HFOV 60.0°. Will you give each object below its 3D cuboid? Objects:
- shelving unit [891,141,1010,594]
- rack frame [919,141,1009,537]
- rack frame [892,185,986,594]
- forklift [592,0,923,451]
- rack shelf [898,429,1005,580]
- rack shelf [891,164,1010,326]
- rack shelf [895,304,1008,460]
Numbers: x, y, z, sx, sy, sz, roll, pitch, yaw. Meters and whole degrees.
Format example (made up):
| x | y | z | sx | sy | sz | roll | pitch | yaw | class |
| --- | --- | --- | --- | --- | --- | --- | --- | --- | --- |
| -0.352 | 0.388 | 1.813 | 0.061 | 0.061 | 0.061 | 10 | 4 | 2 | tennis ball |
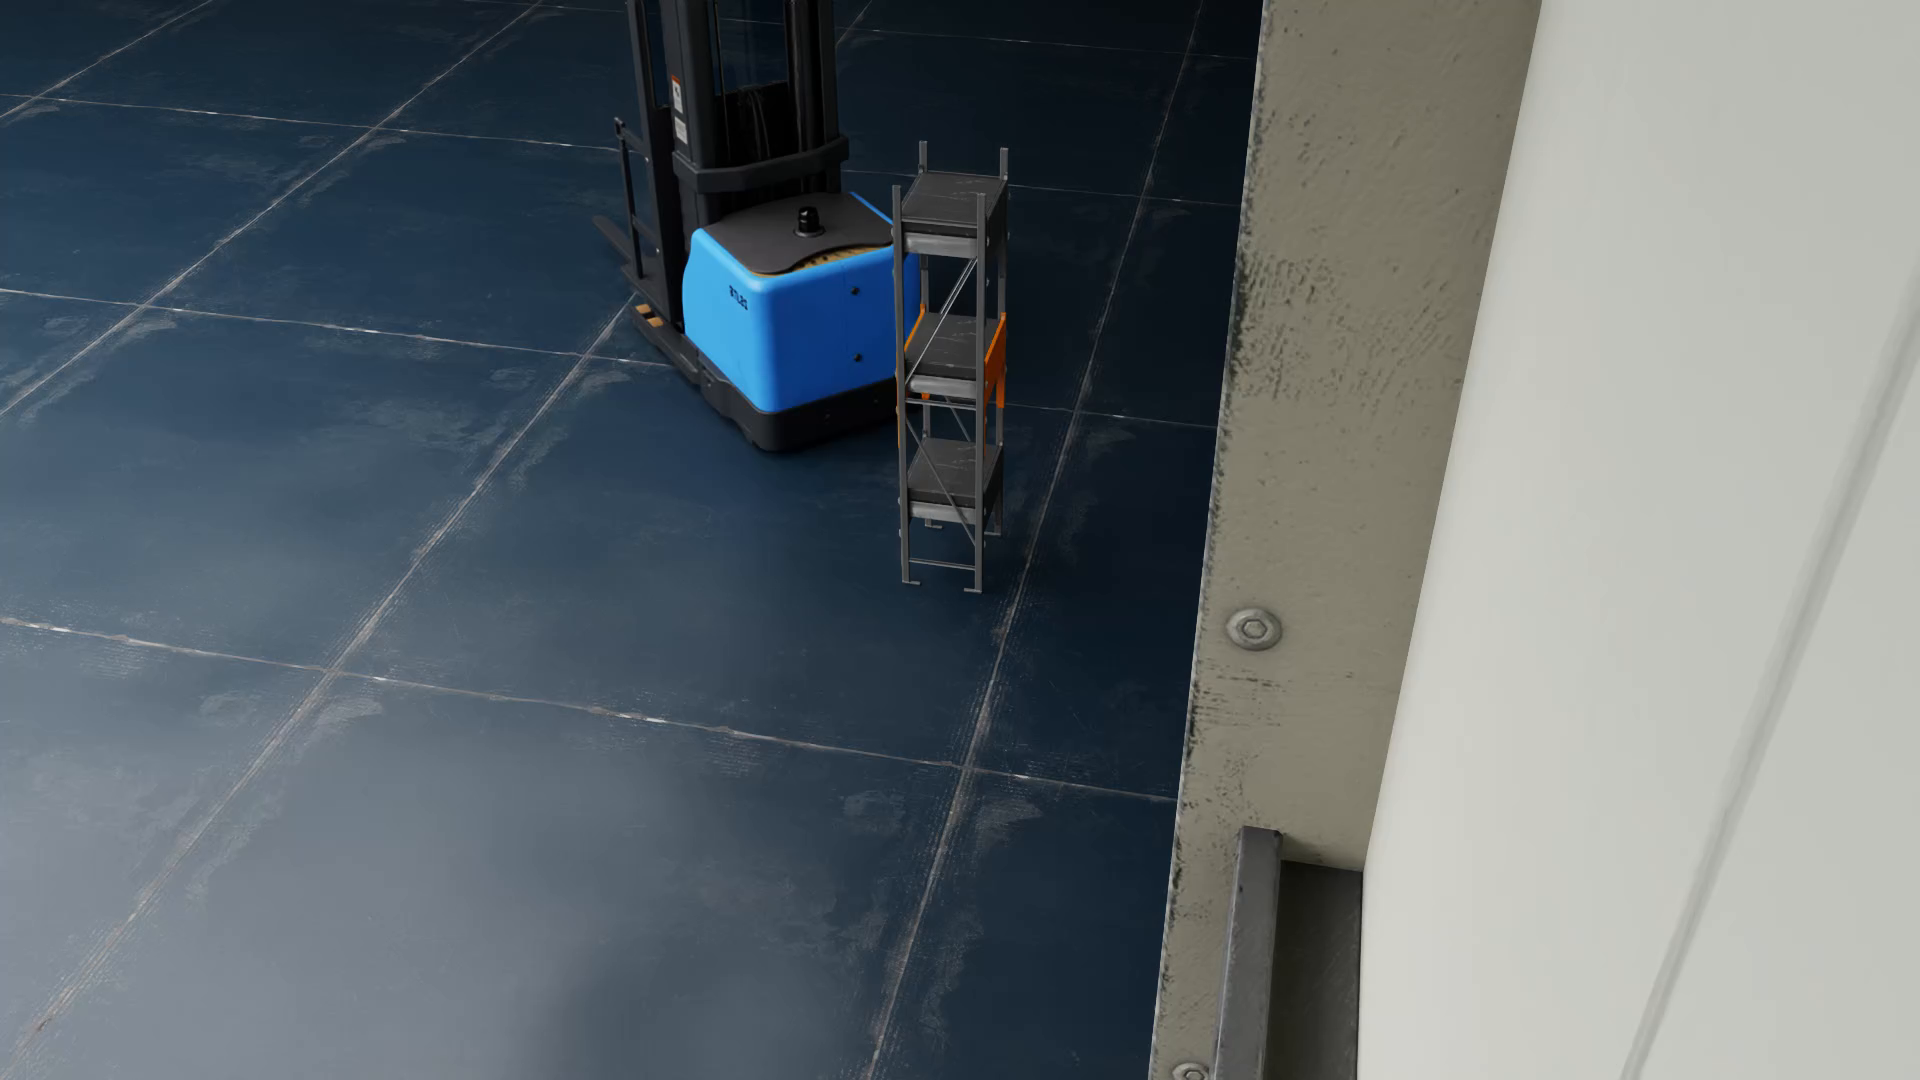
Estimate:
| x | y | z | sx | sy | sz | roll | pitch | yaw | class |
| --- | --- | --- | --- | --- | --- | --- | --- | --- | --- |
| -0.035 | -0.755 | 7.773 | 0.431 | 2.100 | 0.503 | 7 | 37 | 10 | shelving unit |
| 0.017 | -0.895 | 7.966 | 0.400 | 2.100 | 0.015 | 7 | 37 | 10 | rack frame |
| -0.088 | -0.615 | 7.580 | 0.400 | 2.100 | 0.015 | 7 | 37 | 10 | rack frame |
| -1.389 | -2.509 | 9.485 | 1.130 | 2.935 | 3.031 | -20 | 40 | -25 | forklift |
| -0.035 | -0.177 | 8.192 | 0.431 | 0.518 | 0.480 | 7 | 37 | 10 | rack shelf |
| -0.035 | -1.311 | 7.370 | 0.431 | 0.518 | 0.480 | 7 | 37 | 10 | rack shelf |
| -0.035 | -0.744 | 7.781 | 0.431 | 0.518 | 0.480 | 7 | 37 | 10 | rack shelf |
